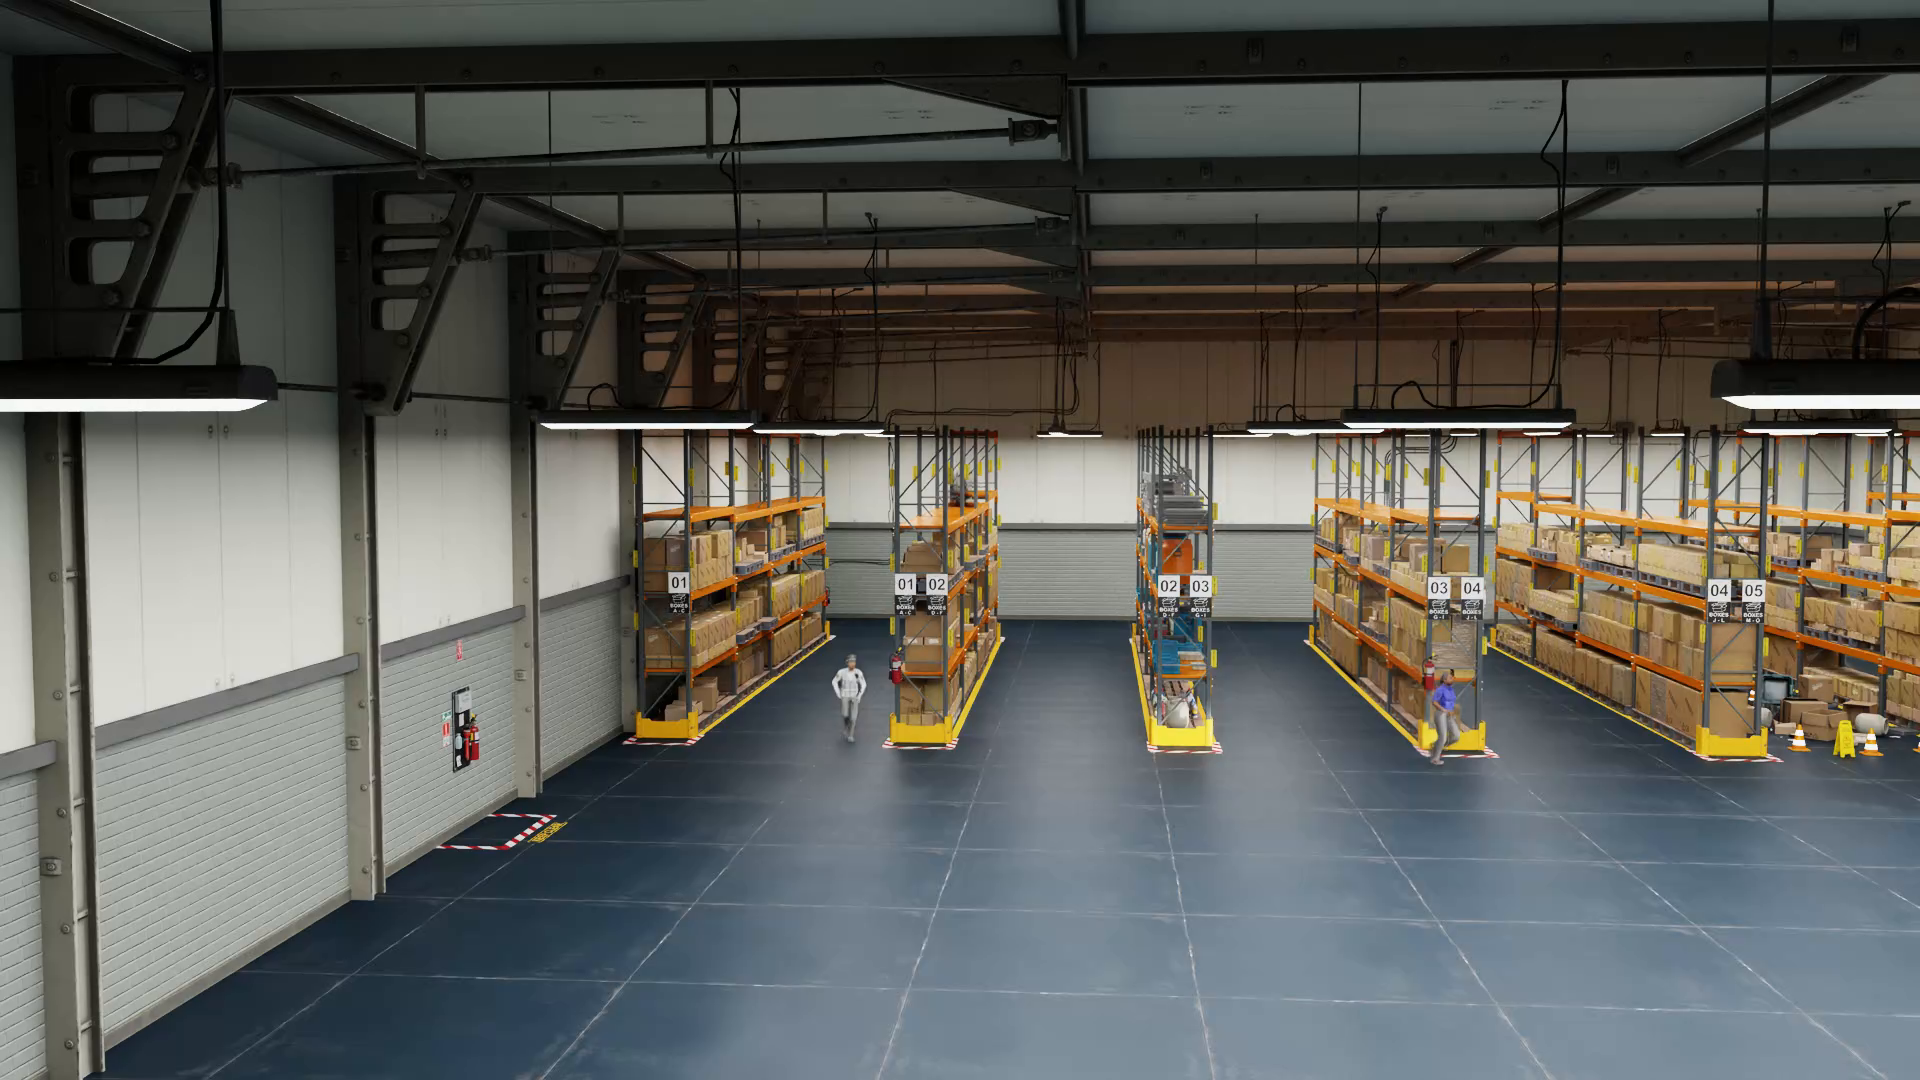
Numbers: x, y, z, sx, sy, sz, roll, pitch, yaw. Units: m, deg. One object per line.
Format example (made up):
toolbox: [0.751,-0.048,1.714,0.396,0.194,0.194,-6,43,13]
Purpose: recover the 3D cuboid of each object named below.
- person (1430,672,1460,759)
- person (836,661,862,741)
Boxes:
person: [8.617,3.119,29.372,0.591,1.527,0.488,-3,4,-37]
person: [-2.109,3.020,31.596,0.497,1.617,0.416,0,3,-7]
